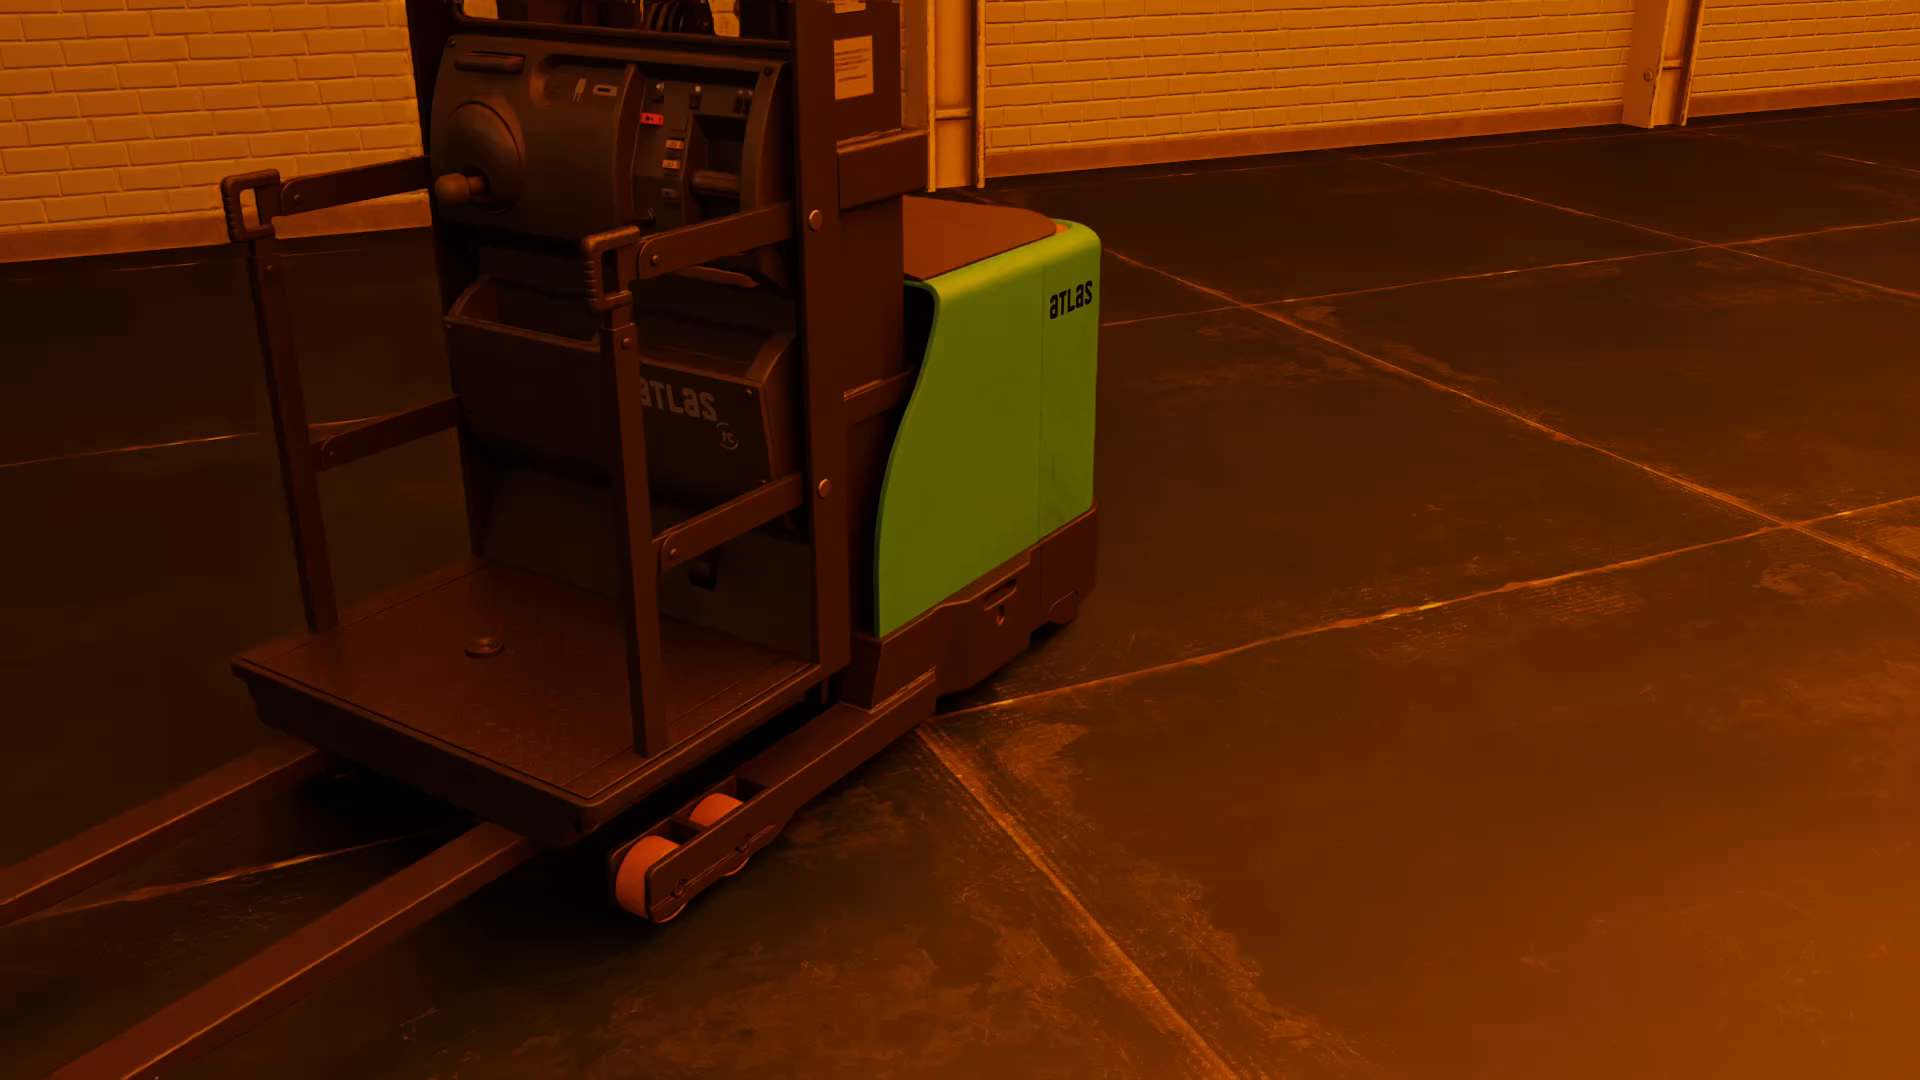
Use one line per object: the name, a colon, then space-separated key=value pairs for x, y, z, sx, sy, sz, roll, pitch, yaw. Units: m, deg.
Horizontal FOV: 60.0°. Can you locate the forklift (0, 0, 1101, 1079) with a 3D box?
forklift: x=-0.858 y=-0.805 z=3.225 sx=1.130 sy=2.935 sz=3.031 roll=14 pitch=27 yaw=31

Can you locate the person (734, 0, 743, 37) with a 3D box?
person: x=-0.606 y=-1.028 z=5.459 sx=0.377 sy=1.636 sz=0.727 roll=7 pitch=23 yaw=15
